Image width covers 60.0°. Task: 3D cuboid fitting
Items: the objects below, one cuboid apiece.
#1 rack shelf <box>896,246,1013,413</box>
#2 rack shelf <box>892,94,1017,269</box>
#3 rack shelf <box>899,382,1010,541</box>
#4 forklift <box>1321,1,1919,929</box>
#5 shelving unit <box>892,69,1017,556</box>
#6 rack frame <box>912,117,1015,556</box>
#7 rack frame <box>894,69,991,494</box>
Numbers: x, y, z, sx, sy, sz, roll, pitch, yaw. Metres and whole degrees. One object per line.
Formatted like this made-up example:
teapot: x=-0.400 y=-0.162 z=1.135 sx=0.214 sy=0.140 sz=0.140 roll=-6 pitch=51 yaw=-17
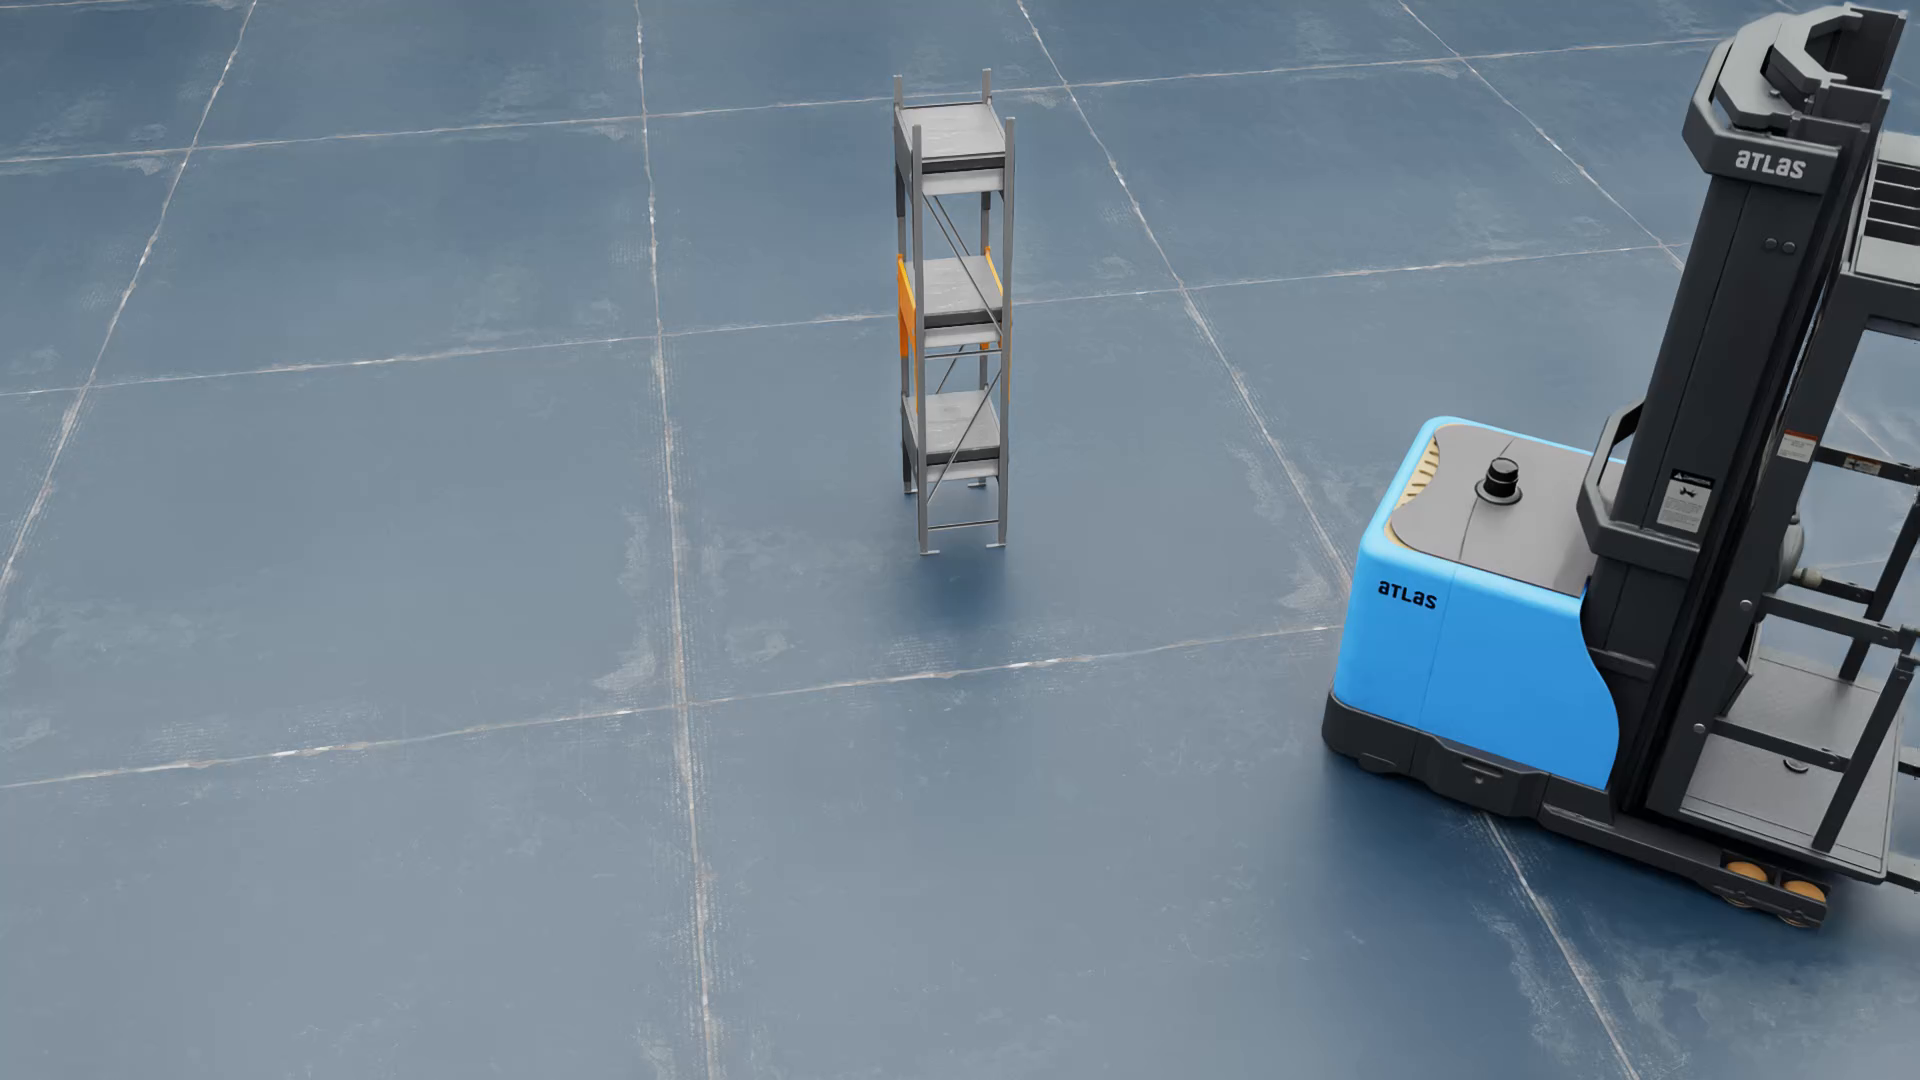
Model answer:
rack shelf: x=-0.029 y=-0.918 z=7.243 sx=0.431 sy=0.518 sz=0.480 roll=-6 pitch=38 yaw=-8
rack shelf: x=-0.029 y=-1.471 z=6.813 sx=0.431 sy=0.518 sz=0.480 roll=-6 pitch=38 yaw=-8
rack shelf: x=-0.029 y=-0.366 z=7.672 sx=0.431 sy=0.518 sz=0.480 roll=-6 pitch=38 yaw=-8
forklift: x=2.989 y=-0.146 z=5.549 sx=3.031 sy=2.935 sz=1.130 roll=18 pitch=41 yaw=21
shelving unit: x=-0.029 y=-0.929 z=7.235 sx=0.431 sy=2.100 sz=0.503 roll=-6 pitch=38 yaw=-8
rack frame: x=0.014 y=-0.782 z=7.045 sx=0.400 sy=2.100 sz=0.015 roll=-6 pitch=38 yaw=-8
rack frame: x=-0.072 y=-1.077 z=7.424 sx=0.400 sy=2.100 sz=0.015 roll=-6 pitch=38 yaw=-8
